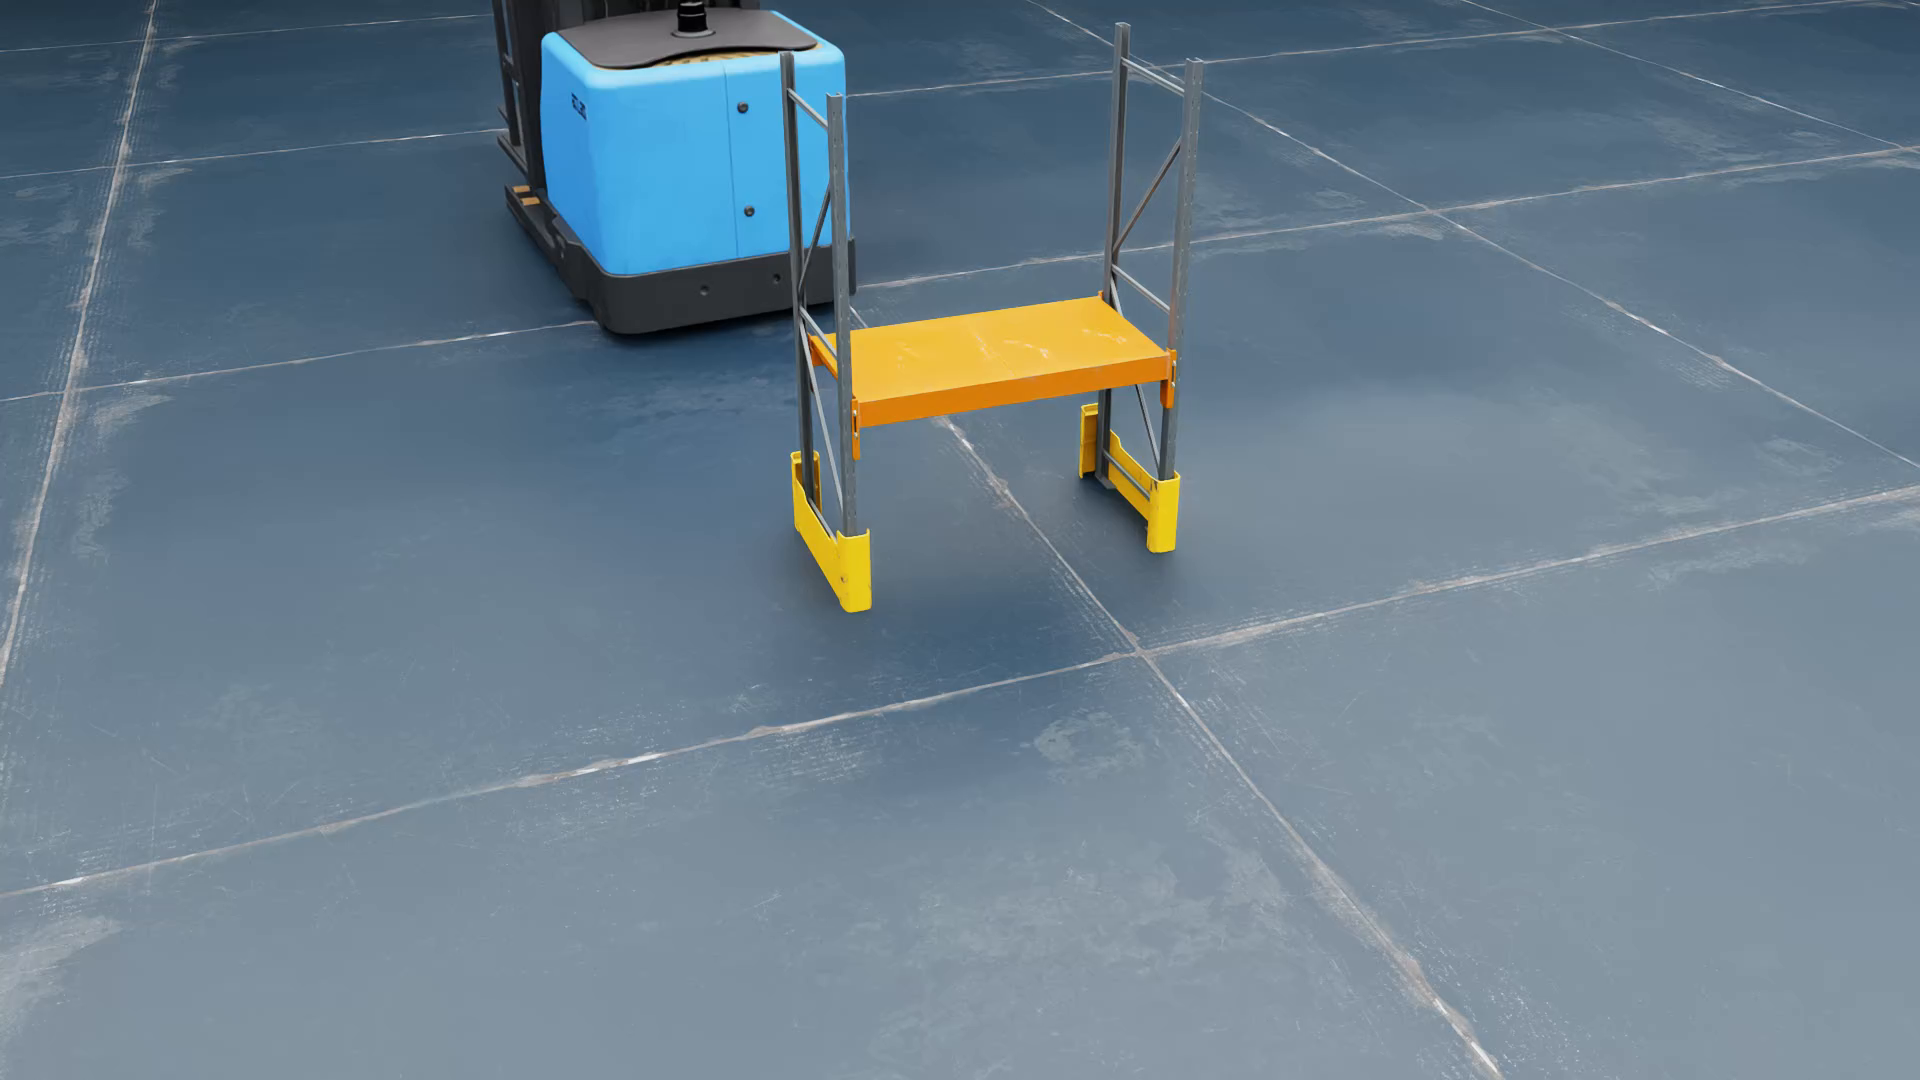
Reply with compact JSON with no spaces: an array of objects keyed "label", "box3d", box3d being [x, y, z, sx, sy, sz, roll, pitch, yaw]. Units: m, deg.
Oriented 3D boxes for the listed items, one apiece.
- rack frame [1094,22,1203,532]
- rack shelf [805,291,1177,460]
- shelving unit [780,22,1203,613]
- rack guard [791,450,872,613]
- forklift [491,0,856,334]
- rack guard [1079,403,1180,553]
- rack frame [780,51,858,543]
[{"label":"rack frame","box3d":[0.556,-0.754,5.059,0.032,1.500,0.500,-10,31,-18]},{"label":"rack shelf","box3d":[0.080,-0.510,4.994,1.000,0.185,0.538,-10,31,-18]},{"label":"shelving unit","box3d":[0.071,-0.665,4.902,1.083,1.500,0.587,-10,31,-18]},{"label":"rack guard","box3d":[-0.395,-0.036,5.060,0.087,0.250,0.587,-10,31,-18]},{"label":"forklift","box3d":[-1.511,-2.789,7.184,1.130,2.935,3.031,-13,32,-22]},{"label":"rack guard","box3d":[0.538,-0.208,5.362,0.087,0.250,0.587,-10,31,-18]},{"label":"rack frame","box3d":[-0.396,-0.579,4.751,0.032,1.500,0.500,-10,31,-18]}]
